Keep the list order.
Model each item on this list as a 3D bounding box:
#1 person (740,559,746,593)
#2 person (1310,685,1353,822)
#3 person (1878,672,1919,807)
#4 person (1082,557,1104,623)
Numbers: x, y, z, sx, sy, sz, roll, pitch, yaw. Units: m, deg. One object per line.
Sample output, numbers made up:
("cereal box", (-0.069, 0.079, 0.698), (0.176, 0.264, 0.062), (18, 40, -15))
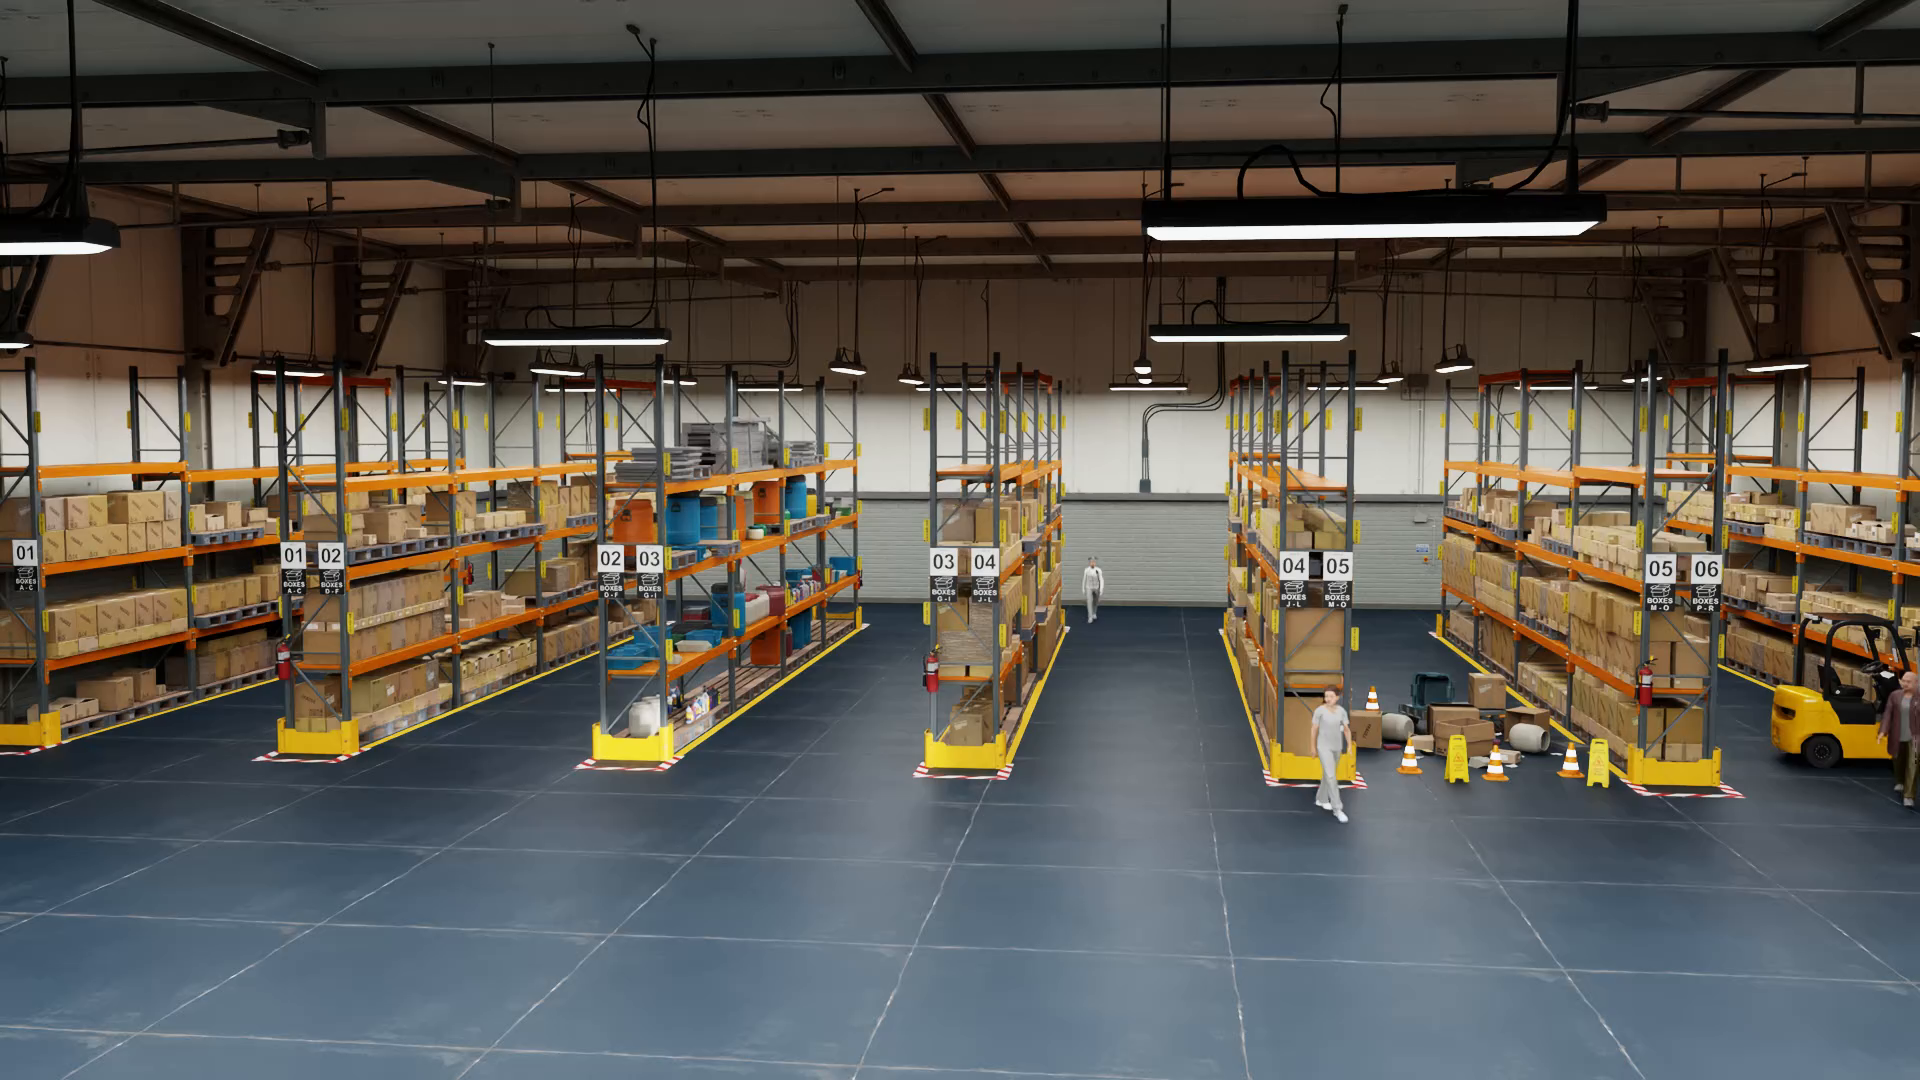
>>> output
("person", (-5.339, 1.317, 39.797), (0.728, 1.799, 0.588), (2, 5, 31))
("person", (4.735, 2.670, 21.127), (0.467, 1.650, 0.870), (-1, 4, -17))
("person", (12.432, 2.580, 21.825), (0.660, 1.720, 1.202), (3, 5, 36))
("person", (3.345, 1.217, 41.669), (0.508, 1.619, 1.052), (0, 4, -2))
